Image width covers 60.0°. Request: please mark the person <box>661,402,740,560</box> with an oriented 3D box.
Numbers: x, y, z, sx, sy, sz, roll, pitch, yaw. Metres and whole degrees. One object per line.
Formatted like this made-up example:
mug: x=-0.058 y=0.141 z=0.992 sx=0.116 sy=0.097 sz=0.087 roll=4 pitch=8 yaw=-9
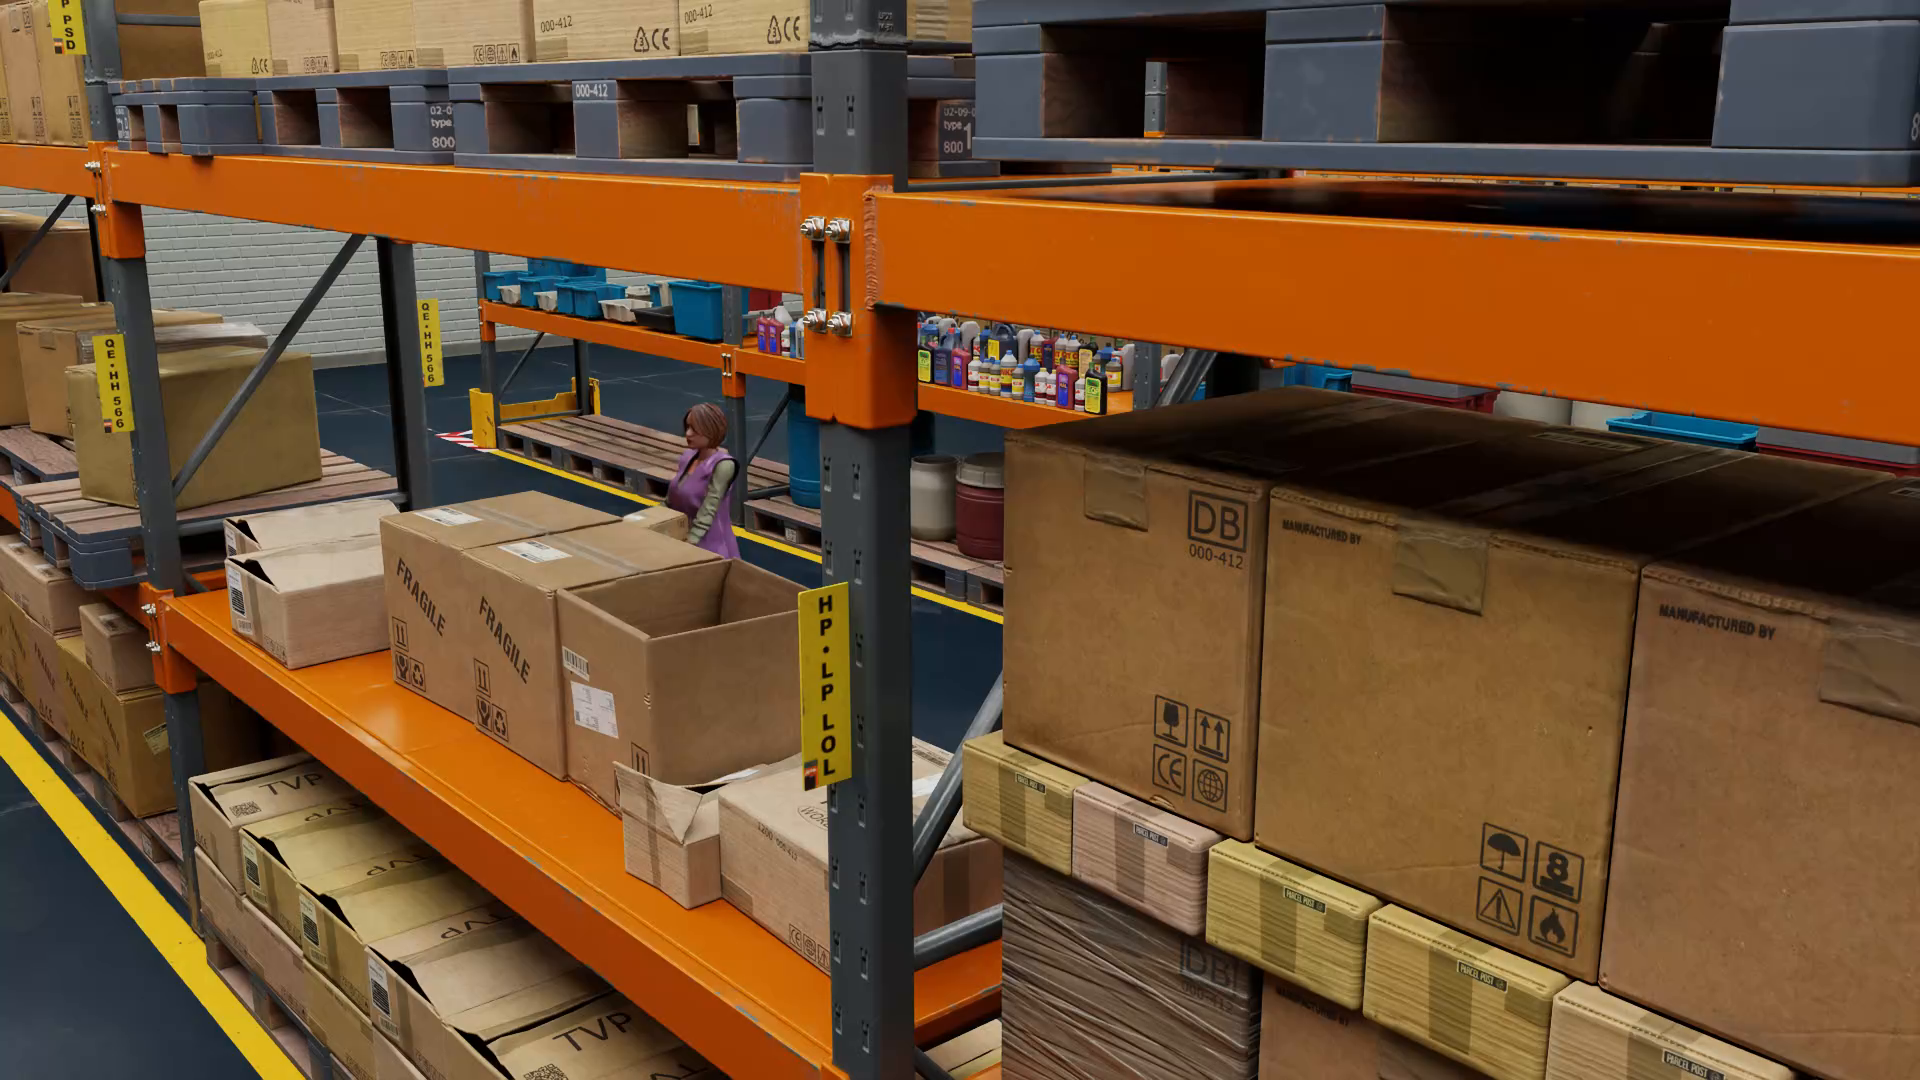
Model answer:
person: x=-1.304 y=0.138 z=7.995 sx=0.496 sy=1.597 sz=0.397 roll=-12 pitch=19 yaw=-39
